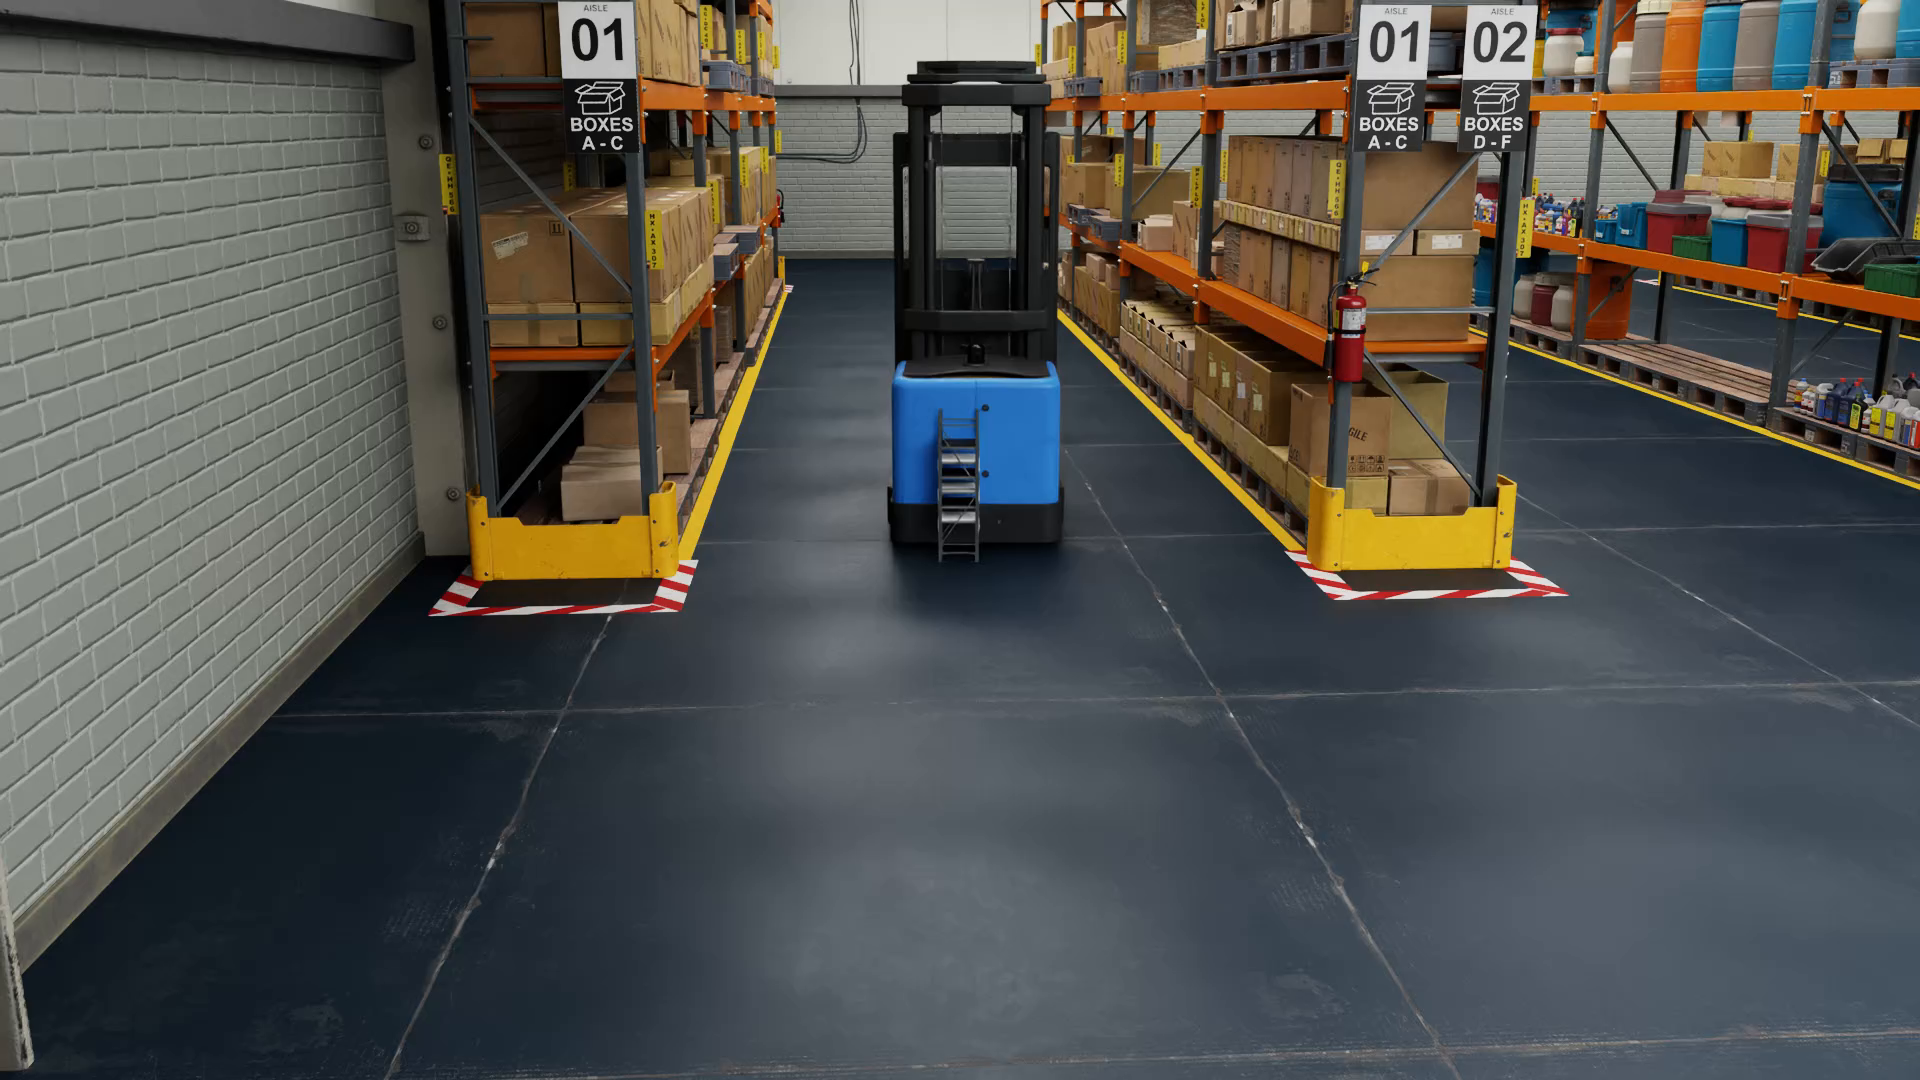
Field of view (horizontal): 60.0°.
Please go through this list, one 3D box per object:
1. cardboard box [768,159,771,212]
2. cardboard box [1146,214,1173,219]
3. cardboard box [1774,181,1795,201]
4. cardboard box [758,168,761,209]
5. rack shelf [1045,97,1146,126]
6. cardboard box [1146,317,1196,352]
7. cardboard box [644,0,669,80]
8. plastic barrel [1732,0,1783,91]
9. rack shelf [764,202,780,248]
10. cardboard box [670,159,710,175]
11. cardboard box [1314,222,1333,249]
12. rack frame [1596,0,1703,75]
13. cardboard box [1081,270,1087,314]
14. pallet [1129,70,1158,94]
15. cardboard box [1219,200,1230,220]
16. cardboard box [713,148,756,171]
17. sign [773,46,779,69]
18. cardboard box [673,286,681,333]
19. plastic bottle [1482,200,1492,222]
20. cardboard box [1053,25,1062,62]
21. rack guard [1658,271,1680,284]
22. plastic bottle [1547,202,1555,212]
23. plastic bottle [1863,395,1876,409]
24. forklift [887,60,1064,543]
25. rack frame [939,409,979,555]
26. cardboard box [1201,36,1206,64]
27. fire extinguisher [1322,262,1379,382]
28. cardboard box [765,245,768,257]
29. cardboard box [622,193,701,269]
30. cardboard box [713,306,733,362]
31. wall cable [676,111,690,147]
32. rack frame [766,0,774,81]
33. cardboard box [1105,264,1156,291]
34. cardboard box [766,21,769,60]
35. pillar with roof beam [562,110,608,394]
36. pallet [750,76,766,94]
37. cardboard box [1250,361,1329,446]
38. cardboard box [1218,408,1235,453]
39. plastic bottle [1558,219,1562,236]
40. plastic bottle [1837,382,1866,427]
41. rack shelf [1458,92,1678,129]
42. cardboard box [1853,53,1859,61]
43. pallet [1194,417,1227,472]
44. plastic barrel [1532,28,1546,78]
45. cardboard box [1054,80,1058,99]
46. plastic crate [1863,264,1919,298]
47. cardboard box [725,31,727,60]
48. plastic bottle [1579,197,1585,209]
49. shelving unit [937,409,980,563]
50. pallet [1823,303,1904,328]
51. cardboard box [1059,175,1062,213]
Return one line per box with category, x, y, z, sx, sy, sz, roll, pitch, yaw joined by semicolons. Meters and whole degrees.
cardboard box;-3.108;-4.876;22.855;0.980;0.700;0.700;-2;15;-6
cardboard box;2.175;-3.181;17.050;0.500;0.311;0.500;0;14;0
cardboard box;11.512;-4.768;22.743;0.500;0.250;0.500;0;14;-2
cardboard box;-2.715;-4.324;20.475;0.500;0.500;0.500;-1;14;-4
rack shelf;1.824;-5.912;22.908;1.077;0.370;4.000;-1;14;-3
cardboard box;2.038;-1.939;15.592;0.500;0.311;0.500;-1;14;-4
cardboard box;-2.021;-2.981;9.830;0.500;0.500;0.500;0;14;0
plastic barrel;7.099;-4.378;14.495;0.600;0.901;0.600;0;14;0
rack shelf;-3.120;-4.382;22.981;1.077;0.370;4.000;-1;14;-3
cardboard box;-2.697;-3.728;16.612;0.380;0.149;0.250;-3;15;-11
cardboard box;2.444;-1.909;10.425;0.380;0.149;0.250;-1;14;-4
rack frame;7.140;-6.297;16.939;1.000;3.000;0.127;-1;14;-3
cardboard box;1.779;-3.056;20.519;0.500;0.500;0.500;-1;14;-3
pallet;2.327;-4.509;16.392;1.213;0.211;1.003;0;14;-1
cardboard box;2.267;-2.614;13.162;0.380;0.149;0.250;-1;14;-4
cardboard box;-2.658;-4.432;19.389;0.500;0.250;0.500;-1;14;-2
sign;-2.701;-7.076;24.370;0.100;0.325;0.005;-1;14;-3
cardboard box;-2.012;-1.441;10.367;0.500;0.250;0.500;-1;14;-5
plastic bottle;6.543;-4.082;20.631;0.097;0.271;0.097;0;14;0
cardboard box;1.695;-7.037;23.631;0.700;0.500;0.500;-1;14;-3
rack guard;11.587;-4.253;26.051;1.175;0.500;0.348;-1;14;-3
plastic bottle;7.178;-3.974;20.211;0.097;0.271;0.097;0;14;0
plastic bottle;7.082;-0.998;12.978;0.097;0.271;0.097;0;14;0
forklift;0.108;-1.711;11.294;1.130;2.935;3.031;0;14;0
rack frame;-0.007;-0.348;10.072;0.240;0.900;0.006;0;14;0
cardboard box;2.379;-4.194;14.246;0.500;0.250;0.500;-2;15;-9
fire extinguisher;2.235;-1.252;9.528;0.296;0.674;0.183;-1;14;-3
cardboard box;-2.811;-3.945;22.712;0.380;0.149;0.250;-1;14;-5
cardboard box;-2.105;-2.181;11.741;0.500;0.500;0.500;-1;14;-5
cardboard box;-2.651;-2.062;16.656;0.700;0.500;0.500;-1;14;-3
wall cable;-4.267;-6.024;25.879;0.084;1.984;1.851;-1;14;-3
rack frame;-3.243;-8.133;24.077;1.000;3.000;0.127;-1;14;-3
cardboard box;1.896;-2.924;18.500;0.500;0.250;0.500;0;14;-1
cardboard box;-2.865;-6.791;22.632;0.500;0.500;0.500;-2;15;-6
pillar with roof beam;0.766;-5.873;15.294;9.100;9.000;0.400;-1;14;-3
pallet;-3.036;-5.846;21.387;1.003;0.211;1.213;-1;14;-3
cardboard box;2.285;-0.938;11.323;0.500;0.500;0.500;-1;14;-3
cardboard box;2.222;-0.824;12.383;0.500;0.250;0.500;-1;14;-3
plastic bottle;6.686;-3.475;18.412;0.097;0.201;0.097;0;14;0
plastic bottle;7.036;-1.072;13.108;0.144;0.351;0.185;-1;15;-6
rack shelf;7.016;-4.993;19.336;1.077;0.370;4.000;-1;14;-3
cardboard box;11.727;-6.409;22.152;0.700;0.500;0.500;-2;15;-7
pallet;2.451;-0.772;13.103;1.003;0.211;1.213;-1;14;-3
plastic barrel;7.151;-5.909;20.233;0.600;0.588;0.600;0;14;0
cardboard box;1.567;-6.180;22.809;0.500;0.250;0.500;-1;14;-3
plastic crate;7.190;-1.952;12.518;0.450;0.188;0.662;-1;14;-3
cardboard box;-2.985;-5.464;18.638;0.700;0.500;0.500;-1;14;-3
plastic bottle;7.344;-3.865;19.626;0.144;0.351;0.185;-1;14;-3
shelving unit;-0.008;-0.322;9.973;0.258;0.900;0.210;0;14;0
pallet;11.959;-2.921;21.456;1.003;0.211;1.213;-1;14;-3
cardboard box;1.594;-4.735;22.709;0.500;0.500;0.500;-1;14;-2
